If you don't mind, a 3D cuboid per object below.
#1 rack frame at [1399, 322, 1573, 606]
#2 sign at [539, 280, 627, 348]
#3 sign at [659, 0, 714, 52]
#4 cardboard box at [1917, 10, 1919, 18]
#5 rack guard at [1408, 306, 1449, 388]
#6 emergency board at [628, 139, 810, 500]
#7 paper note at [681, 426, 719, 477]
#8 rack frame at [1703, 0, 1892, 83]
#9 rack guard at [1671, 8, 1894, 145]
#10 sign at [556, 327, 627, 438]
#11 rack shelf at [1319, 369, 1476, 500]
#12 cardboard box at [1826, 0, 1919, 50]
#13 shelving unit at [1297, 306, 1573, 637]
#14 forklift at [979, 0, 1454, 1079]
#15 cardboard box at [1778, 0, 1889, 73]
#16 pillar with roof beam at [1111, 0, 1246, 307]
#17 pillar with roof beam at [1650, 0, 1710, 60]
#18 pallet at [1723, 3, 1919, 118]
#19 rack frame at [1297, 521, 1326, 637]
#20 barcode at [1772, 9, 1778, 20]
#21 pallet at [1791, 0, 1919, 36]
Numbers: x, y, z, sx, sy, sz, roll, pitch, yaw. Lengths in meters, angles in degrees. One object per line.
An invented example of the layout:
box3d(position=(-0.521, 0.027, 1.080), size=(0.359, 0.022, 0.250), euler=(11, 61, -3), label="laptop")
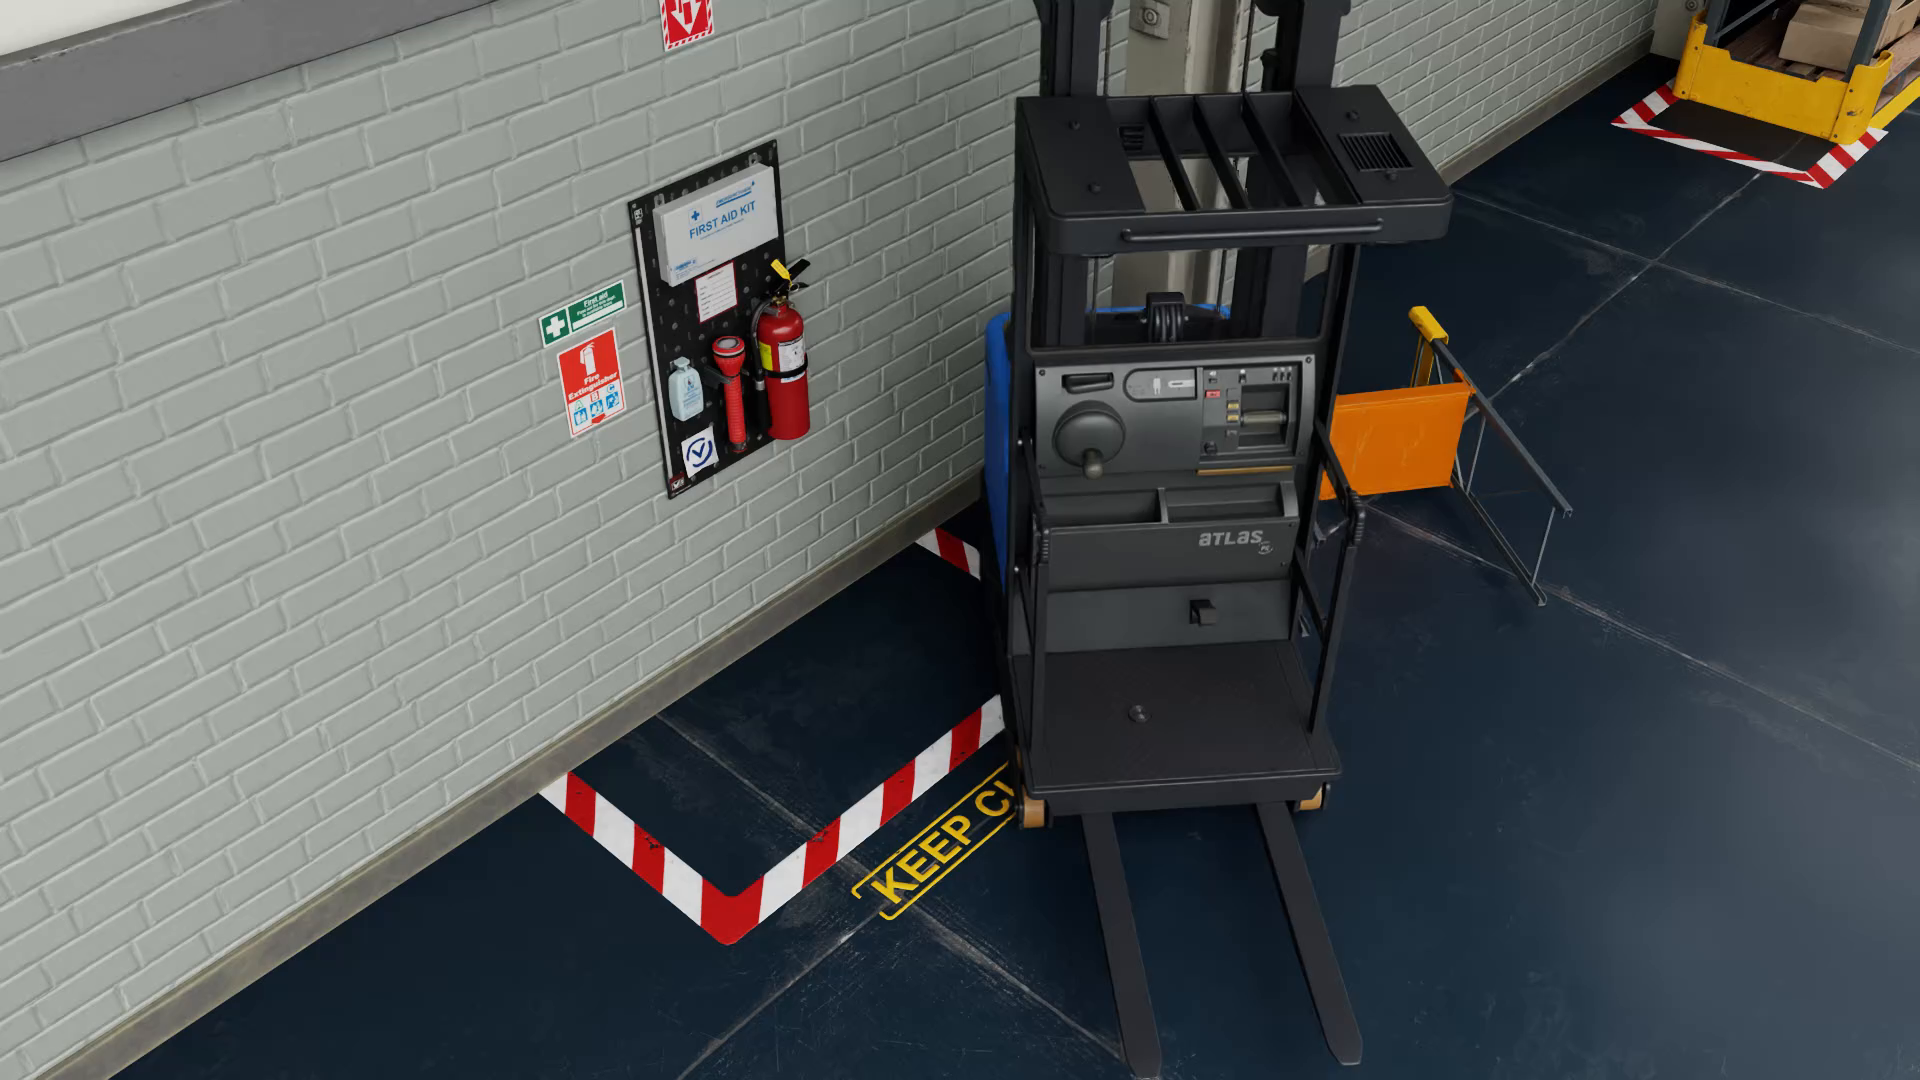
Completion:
box3d(position=(2.245, -0.384, 7.240), size=(0.032, 0.500, 1.500), euler=(-7, 39, -8), label="rack frame")
box3d(position=(-1.197, -0.722, 5.293), size=(0.001, 0.109, 0.331), euler=(30, 47, 32), label="sign")
box3d(position=(-0.837, -1.658, 5.063), size=(0.001, 0.298, 0.199), euler=(30, 47, 32), label="sign")
box3d(position=(6.601, -3.955, 11.469), size=(0.700, 0.500, 0.500), euler=(27, 46, 29), label="cardboard box")
box3d(position=(2.128, -0.766, 7.721), size=(0.087, 0.587, 0.250), euler=(-7, 39, -8), label="rack guard")
box3d(position=(-0.758, -0.713, 5.736), size=(0.194, 1.169, 0.643), euler=(30, 47, 32), label="emergency board")
box3d(position=(-0.928, -0.316, 5.945), size=(0.016, 0.148, 0.142), euler=(30, 47, 32), label="paper note")
box3d(position=(5.152, -3.904, 9.749), size=(1.000, 3.000, 0.127), euler=(30, 47, 32), label="rack frame")
box3d(position=(5.203, -2.960, 10.571), size=(1.175, 0.500, 0.348), euler=(30, 47, 32), label="rack guard")
box3d(position=(-1.207, -0.516, 5.460), size=(0.001, 0.329, 0.234), euler=(30, 47, 32), label="sign")
box3d(position=(1.712, -0.435, 7.305), size=(1.000, 0.538, 0.185), euler=(-7, 39, -8), label="rack shelf")
box3d(position=(6.070, -3.565, 11.131), size=(0.500, 0.311, 0.500), euler=(-30, 47, -32), label="cardboard box")
box3d(position=(1.755, -0.326, 7.168), size=(1.083, 0.587, 1.500), euler=(-7, 39, -8), label="shelving unit")
box3d(position=(0.729, -0.339, 5.321), size=(1.130, 2.935, 3.031), euler=(-3, 39, -4), label="forklift")
box3d(position=(5.685, -3.304, 10.801), size=(0.500, 0.311, 0.500), euler=(24, 44, 27), label="cardboard box")
box3d(position=(4.115, -2.372, 3.003), size=(9.100, 9.000, 0.400), euler=(30, 47, 32), label="pillar with roof beam")
box3d(position=(8.163, -5.129, 6.470), size=(9.100, 9.000, 0.400), euler=(30, 47, 32), label="pillar with roof beam")
box3d(position=(5.777, -3.205, 11.112), size=(1.003, 0.211, 1.213), euler=(30, 47, 32), label="pallet")
box3d(position=(1.246, -0.267, 7.093), size=(0.032, 0.500, 1.500), euler=(-7, 39, -8), label="rack frame")
box3d(position=(5.402, -3.483, 11.020), size=(0.001, 0.075, 0.075), euler=(30, 47, 32), label="barcode")
box3d(position=(6.600, -3.763, 11.813), size=(1.003, 0.211, 1.213), euler=(30, 47, 32), label="pallet")
